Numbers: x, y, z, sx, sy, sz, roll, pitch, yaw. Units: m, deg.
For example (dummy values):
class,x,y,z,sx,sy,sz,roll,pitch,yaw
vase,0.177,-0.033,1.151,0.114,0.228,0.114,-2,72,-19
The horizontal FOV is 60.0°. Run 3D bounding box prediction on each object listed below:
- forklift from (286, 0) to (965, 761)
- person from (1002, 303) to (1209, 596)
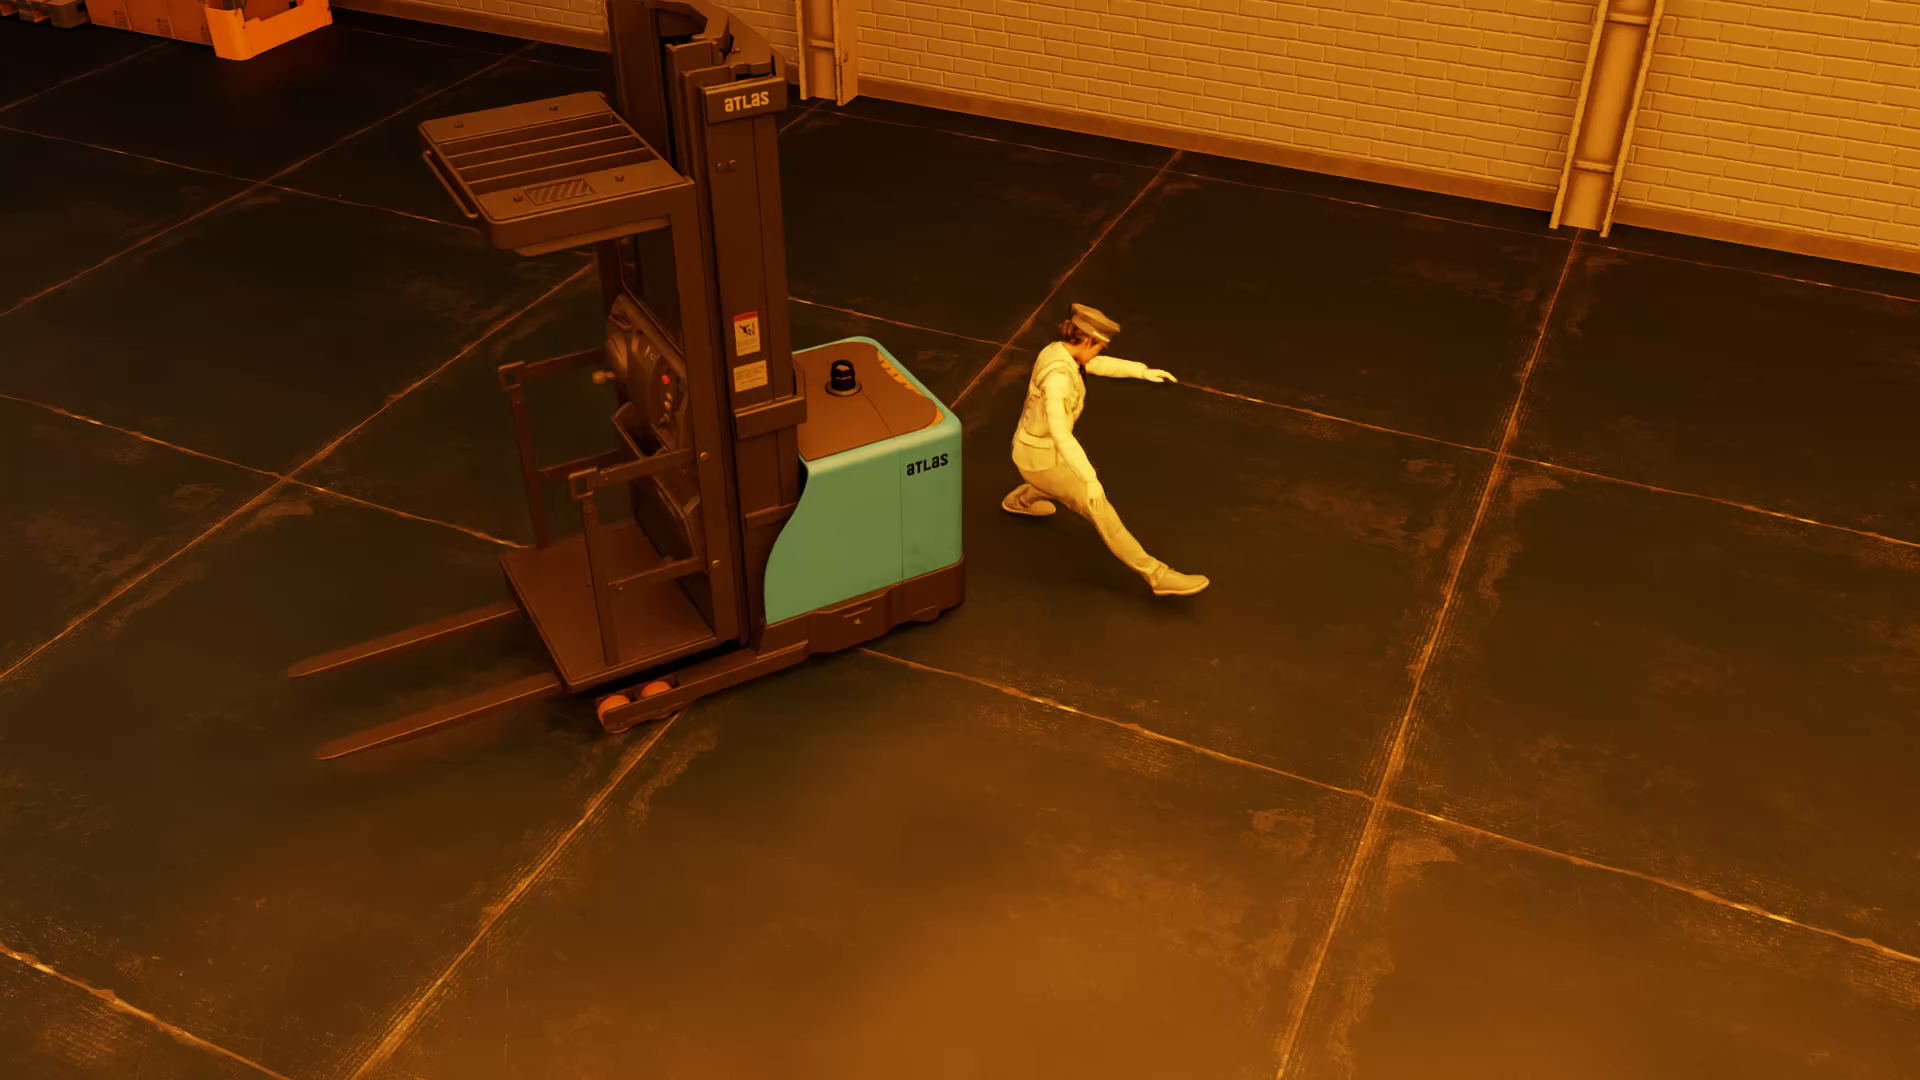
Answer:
class,x,y,z,sx,sy,sz,roll,pitch,yaw
forklift,-1.518,-0.687,7.050,3.031,2.935,1.130,-18,39,-23
person,0.711,-0.463,8.072,1.106,1.425,0.910,5,36,7
